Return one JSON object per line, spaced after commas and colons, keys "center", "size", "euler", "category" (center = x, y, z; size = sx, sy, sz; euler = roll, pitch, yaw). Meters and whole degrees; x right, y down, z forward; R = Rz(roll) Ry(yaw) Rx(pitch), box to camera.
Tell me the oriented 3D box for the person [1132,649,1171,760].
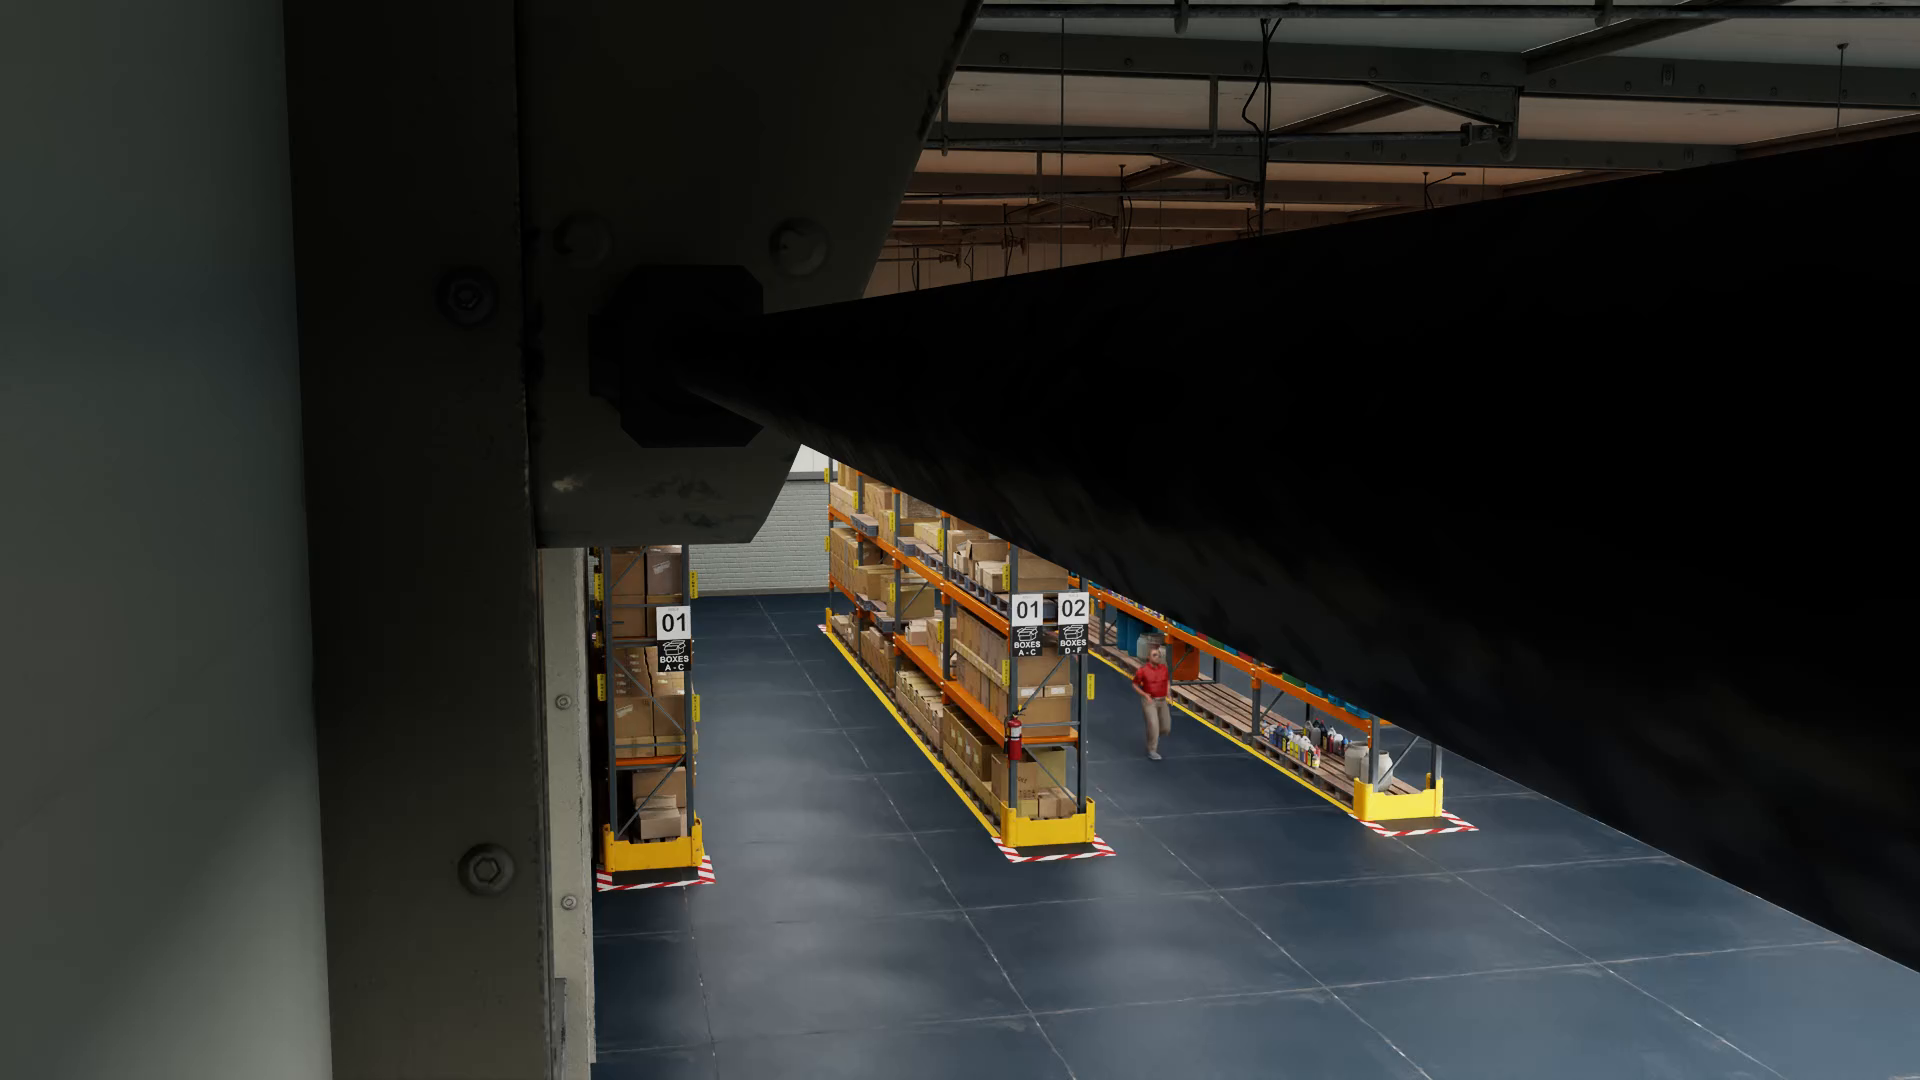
{"center": [2.951, 2.489, 25.382], "size": [0.661, 1.673, 0.628], "euler": [-3, 7, -22], "category": "person"}
